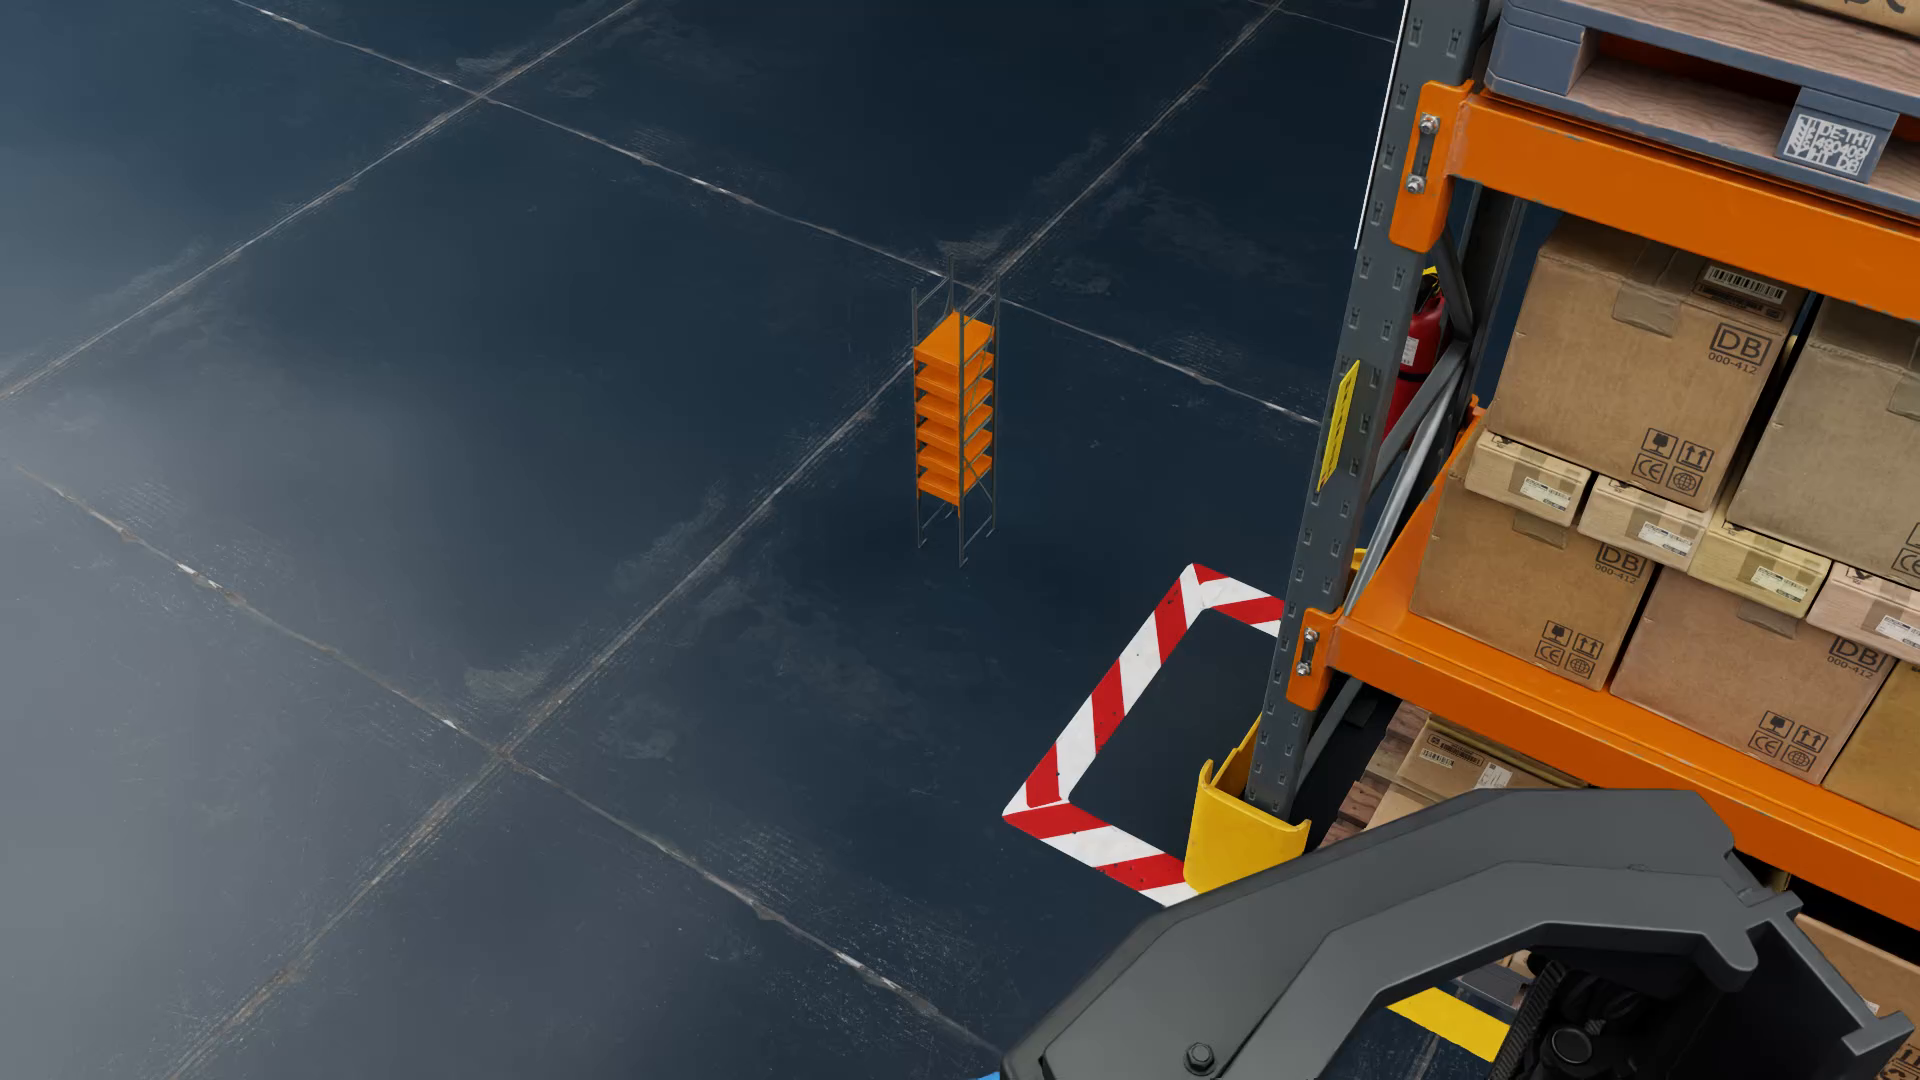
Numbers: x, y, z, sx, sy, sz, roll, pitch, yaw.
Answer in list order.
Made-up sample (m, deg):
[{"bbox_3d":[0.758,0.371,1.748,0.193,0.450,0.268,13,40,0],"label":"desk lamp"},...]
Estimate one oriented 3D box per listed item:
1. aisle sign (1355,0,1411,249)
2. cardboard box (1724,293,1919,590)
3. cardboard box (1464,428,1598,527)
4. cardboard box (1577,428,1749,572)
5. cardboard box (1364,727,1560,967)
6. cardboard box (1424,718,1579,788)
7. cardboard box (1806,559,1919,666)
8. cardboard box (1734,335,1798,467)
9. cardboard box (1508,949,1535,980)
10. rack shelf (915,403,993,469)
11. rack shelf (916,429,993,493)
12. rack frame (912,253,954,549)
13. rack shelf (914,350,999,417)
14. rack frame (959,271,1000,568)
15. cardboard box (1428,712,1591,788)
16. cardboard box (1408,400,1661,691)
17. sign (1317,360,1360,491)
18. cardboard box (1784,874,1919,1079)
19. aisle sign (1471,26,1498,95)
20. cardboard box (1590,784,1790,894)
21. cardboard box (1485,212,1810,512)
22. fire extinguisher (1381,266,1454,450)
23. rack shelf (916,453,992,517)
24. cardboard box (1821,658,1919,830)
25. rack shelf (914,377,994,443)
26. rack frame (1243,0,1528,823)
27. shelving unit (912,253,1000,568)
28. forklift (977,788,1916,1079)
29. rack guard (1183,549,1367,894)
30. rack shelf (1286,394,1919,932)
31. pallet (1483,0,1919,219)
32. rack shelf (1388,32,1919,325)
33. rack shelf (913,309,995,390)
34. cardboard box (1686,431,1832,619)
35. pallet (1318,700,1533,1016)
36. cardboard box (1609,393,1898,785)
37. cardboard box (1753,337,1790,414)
[{"bbox_3d":[0.936,-1.004,3.322,0.004,0.787,0.394,25,51,22],"label":"aisle sign"},{"bbox_3d":[2.033,-0.335,3.510,0.500,0.500,0.700,23,50,21],"label":"cardboard box"},{"bbox_3d":[1.370,-0.237,3.866,0.250,0.149,0.380,24,51,22],"label":"cardboard box"},{"bbox_3d":[1.594,-0.136,3.769,0.250,0.149,0.380,23,50,21],"label":"cardboard box"},{"bbox_3d":[1.488,0.896,4.912,0.500,0.250,0.500,25,51,22],"label":"cardboard box"},{"bbox_3d":[1.767,0.583,5.216,0.500,0.250,0.500,25,51,22],"label":"cardboard box"},{"bbox_3d":[2.015,0.060,3.578,0.250,0.149,0.380,24,50,22],"label":"cardboard box"},{"bbox_3d":[2.017,-0.286,3.915,0.250,0.149,0.380,24,50,22],"label":"cardboard box"},{"bbox_3d":[1.911,1.087,4.726,0.500,0.250,0.500,25,51,22],"label":"cardboard box"},{"bbox_3d":[-0.012,-0.393,5.857,0.180,0.103,0.258,25,51,22],"label":"rack shelf"},{"bbox_3d":[-0.012,-0.309,5.943,0.180,0.103,0.258,25,51,22],"label":"rack shelf"},{"bbox_3d":[-0.089,-0.459,5.860,0.006,1.200,0.240,25,51,22],"label":"rack frame"},{"bbox_3d":[-0.012,-0.560,5.685,0.180,0.103,0.258,25,51,22],"label":"rack shelf"},{"bbox_3d":[0.065,-0.388,5.791,0.006,1.200,0.240,25,51,22],"label":"rack frame"},{"bbox_3d":[1.768,0.321,4.948,0.500,0.500,0.500,25,51,22],"label":"cardboard box"},{"bbox_3d":[1.542,-0.104,4.190,0.500,0.500,0.700,25,51,22],"label":"cardboard box"},{"bbox_3d":[0.852,-0.254,3.747,0.005,0.325,0.100,25,51,22],"label":"sign"},{"bbox_3d":[2.337,1.013,4.276,0.500,0.500,0.500,25,51,22],"label":"cardboard box"},{"bbox_3d":[1.260,-1.366,3.674,0.004,0.787,0.394,25,51,22],"label":"aisle sign"},{"bbox_3d":[1.910,0.827,4.456,0.500,0.500,0.500,25,51,22],"label":"cardboard box"},{"bbox_3d":[1.587,-0.536,3.705,0.500,0.500,0.700,25,51,22],"label":"cardboard box"},{"bbox_3d":[1.308,-0.557,4.754,0.183,0.674,0.296,25,51,22],"label":"fire extinguisher"},{"bbox_3d":[-0.012,-0.226,6.029,0.180,0.103,0.258,25,51,22],"label":"rack shelf"},{"bbox_3d":[2.402,0.292,3.805,0.500,0.500,0.700,25,51,22],"label":"cardboard box"},{"bbox_3d":[-0.012,-0.476,5.771,0.180,0.103,0.258,25,51,22],"label":"rack shelf"},{"bbox_3d":[1.156,-0.258,4.409,0.127,3.000,1.000,25,51,22],"label":"rack frame"},{"bbox_3d":[-0.012,-0.424,5.825,0.189,1.200,0.258,25,51,22],"label":"shelving unit"},{"bbox_3d":[0.751,1.839,2.420,1.130,2.935,3.031,-17,48,-16],"label":"forklift"},{"bbox_3d":[1.136,0.604,5.314,0.348,0.500,1.175,25,51,22],"label":"rack guard"},{"bbox_3d":[2.840,0.767,3.914,4.000,0.370,1.077,25,51,22],"label":"rack shelf"},{"bbox_3d":[1.738,-0.983,3.084,1.213,0.211,1.003,25,51,22],"label":"pallet"},{"bbox_3d":[2.840,-0.278,2.839,4.000,0.370,1.077,25,51,22],"label":"rack shelf"},{"bbox_3d":[-0.012,-0.644,5.599,0.180,0.103,0.258,25,51,22],"label":"rack shelf"},{"bbox_3d":[1.803,-0.039,3.674,0.250,0.149,0.380,25,51,22],"label":"cardboard box"},{"bbox_3d":[1.823,0.985,5.146,1.213,0.211,1.003,25,51,22],"label":"pallet"},{"bbox_3d":[1.987,0.096,3.995,0.500,0.500,0.700,26,51,23],"label":"cardboard box"},{"bbox_3d":[1.802,-0.385,4.011,0.250,0.149,0.380,26,51,23],"label":"cardboard box"}]
